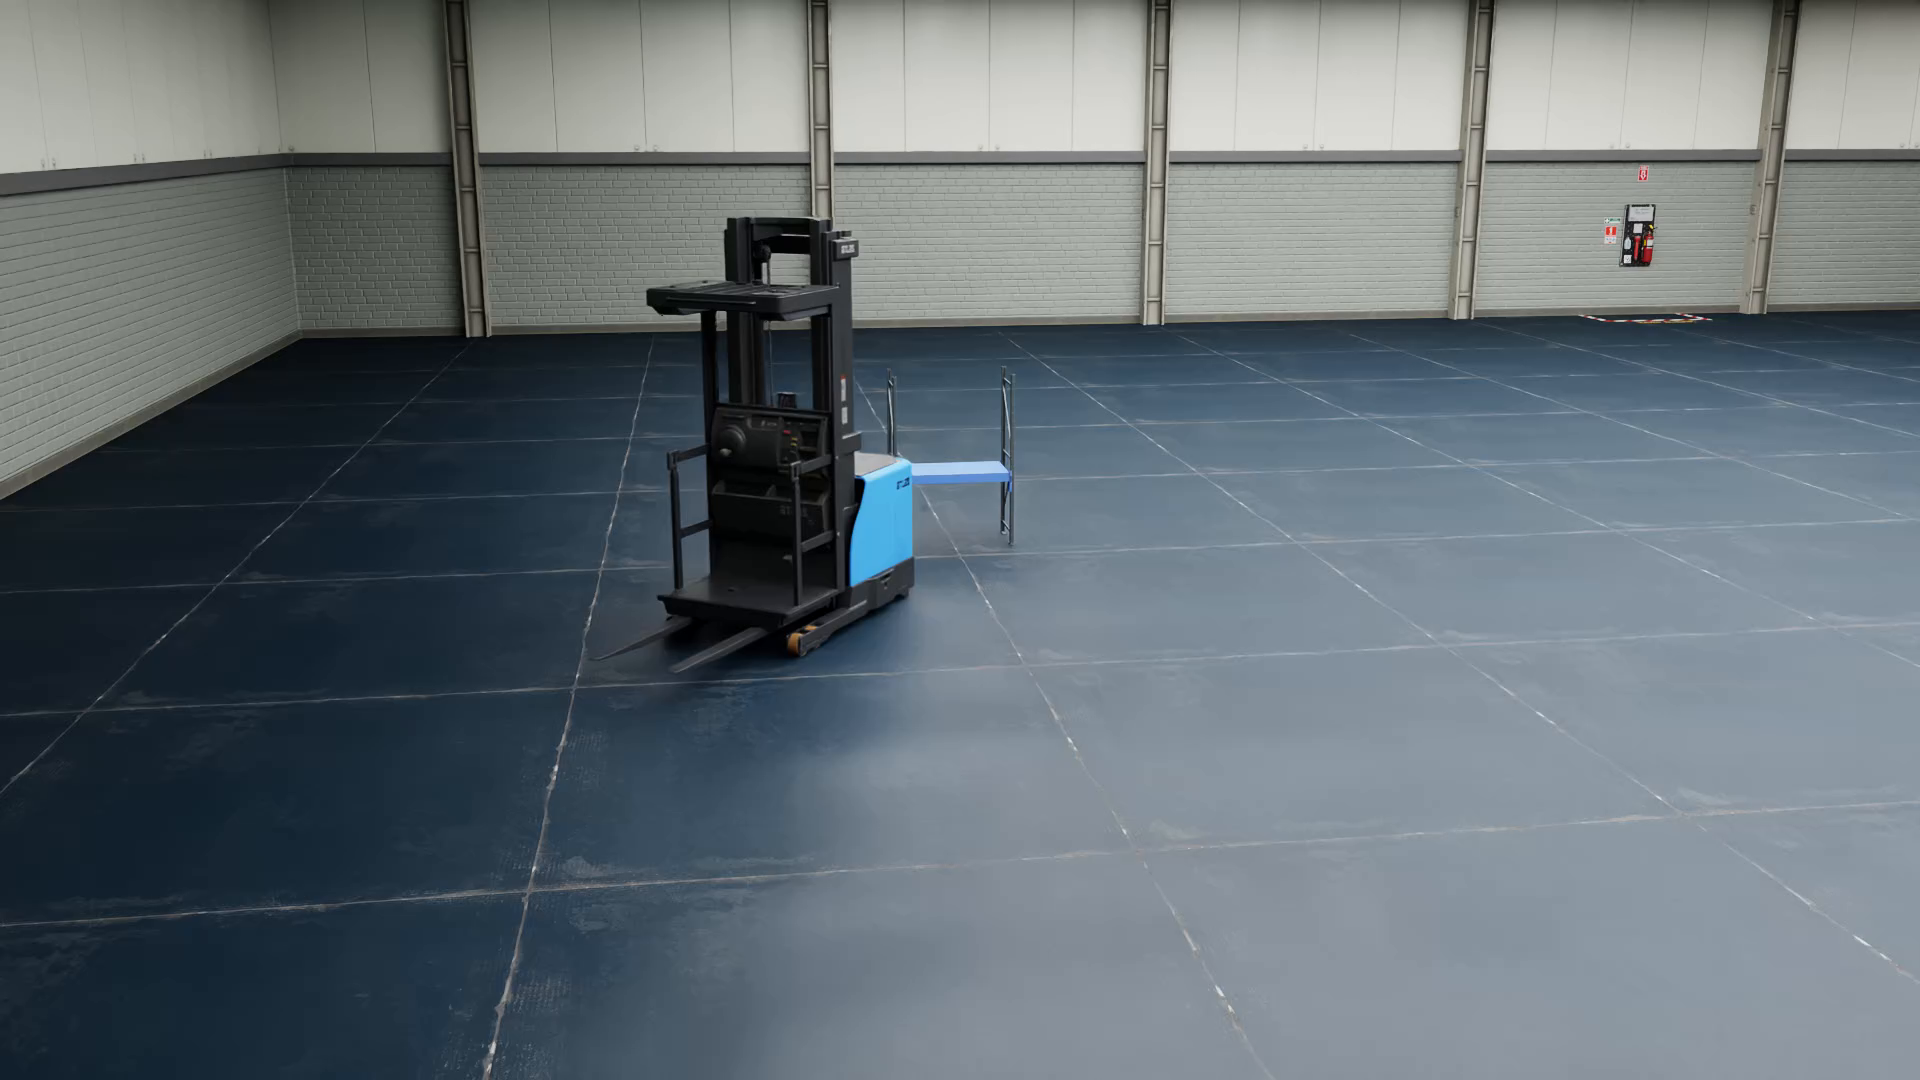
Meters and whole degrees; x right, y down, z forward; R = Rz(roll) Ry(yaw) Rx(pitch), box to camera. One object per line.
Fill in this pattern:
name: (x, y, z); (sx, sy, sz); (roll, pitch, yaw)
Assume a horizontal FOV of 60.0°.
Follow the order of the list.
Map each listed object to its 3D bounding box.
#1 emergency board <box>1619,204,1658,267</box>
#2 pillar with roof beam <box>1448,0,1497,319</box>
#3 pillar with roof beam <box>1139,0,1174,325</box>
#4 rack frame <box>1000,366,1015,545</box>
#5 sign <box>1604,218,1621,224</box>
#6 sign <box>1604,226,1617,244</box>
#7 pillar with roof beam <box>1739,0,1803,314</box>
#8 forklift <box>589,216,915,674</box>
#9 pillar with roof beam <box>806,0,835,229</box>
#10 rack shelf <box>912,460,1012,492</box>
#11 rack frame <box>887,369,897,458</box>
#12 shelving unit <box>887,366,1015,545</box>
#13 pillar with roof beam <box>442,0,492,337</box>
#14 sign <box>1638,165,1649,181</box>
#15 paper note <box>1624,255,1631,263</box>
emergency board: (12.941, -5.784, 31.617); (0.643, 1.169, 0.194); (-2, 14, -8)
pillar with roof beam: (10.098, -7.521, 26.212); (0.400, 9.000, 9.100); (-2, 14, -8)
pillar with roof beam: (4.165, -7.303, 25.345); (0.400, 9.000, 9.100); (-2, 14, -8)
rack frame: (0.418, -0.743, 14.601); (0.032, 1.500, 0.500); (-2, 14, -8)
sign: (12.384, -6.061, 31.560); (0.331, 0.109, 0.001); (-2, 14, -8)
sign: (12.378, -5.806, 31.632); (0.234, 0.329, 0.001); (-2, 14, -8)
pillar with roof beam: (16.031, -7.738, 27.079); (0.400, 9.000, 9.100); (-2, 14, -8)
forklift: (-1.447, -0.735, 11.627); (1.130, 2.935, 3.031); (7, 16, 25)
pillar with roof beam: (-1.768, -7.086, 24.478); (0.400, 9.000, 9.100); (-2, 14, -8)
rack shelf: (-0.084, -0.550, 14.571); (1.000, 0.185, 0.538); (-2, 14, -8)
rack frame: (-0.587, -0.706, 14.454); (0.032, 1.500, 0.500); (-2, 14, -8)
shelving unit: (-0.084, -0.724, 14.527); (1.048, 1.500, 0.538); (-2, 14, -8)
pillar with roof beam: (-7.701, -6.869, 23.611); (0.400, 9.000, 9.100); (-2, 14, -8)
sign: (12.918, -6.932, 31.430); (0.199, 0.298, 0.001); (-2, 14, -8)
paper note: (12.755, -5.367, 31.765); (0.142, 0.148, 0.016); (-2, 14, -8)
